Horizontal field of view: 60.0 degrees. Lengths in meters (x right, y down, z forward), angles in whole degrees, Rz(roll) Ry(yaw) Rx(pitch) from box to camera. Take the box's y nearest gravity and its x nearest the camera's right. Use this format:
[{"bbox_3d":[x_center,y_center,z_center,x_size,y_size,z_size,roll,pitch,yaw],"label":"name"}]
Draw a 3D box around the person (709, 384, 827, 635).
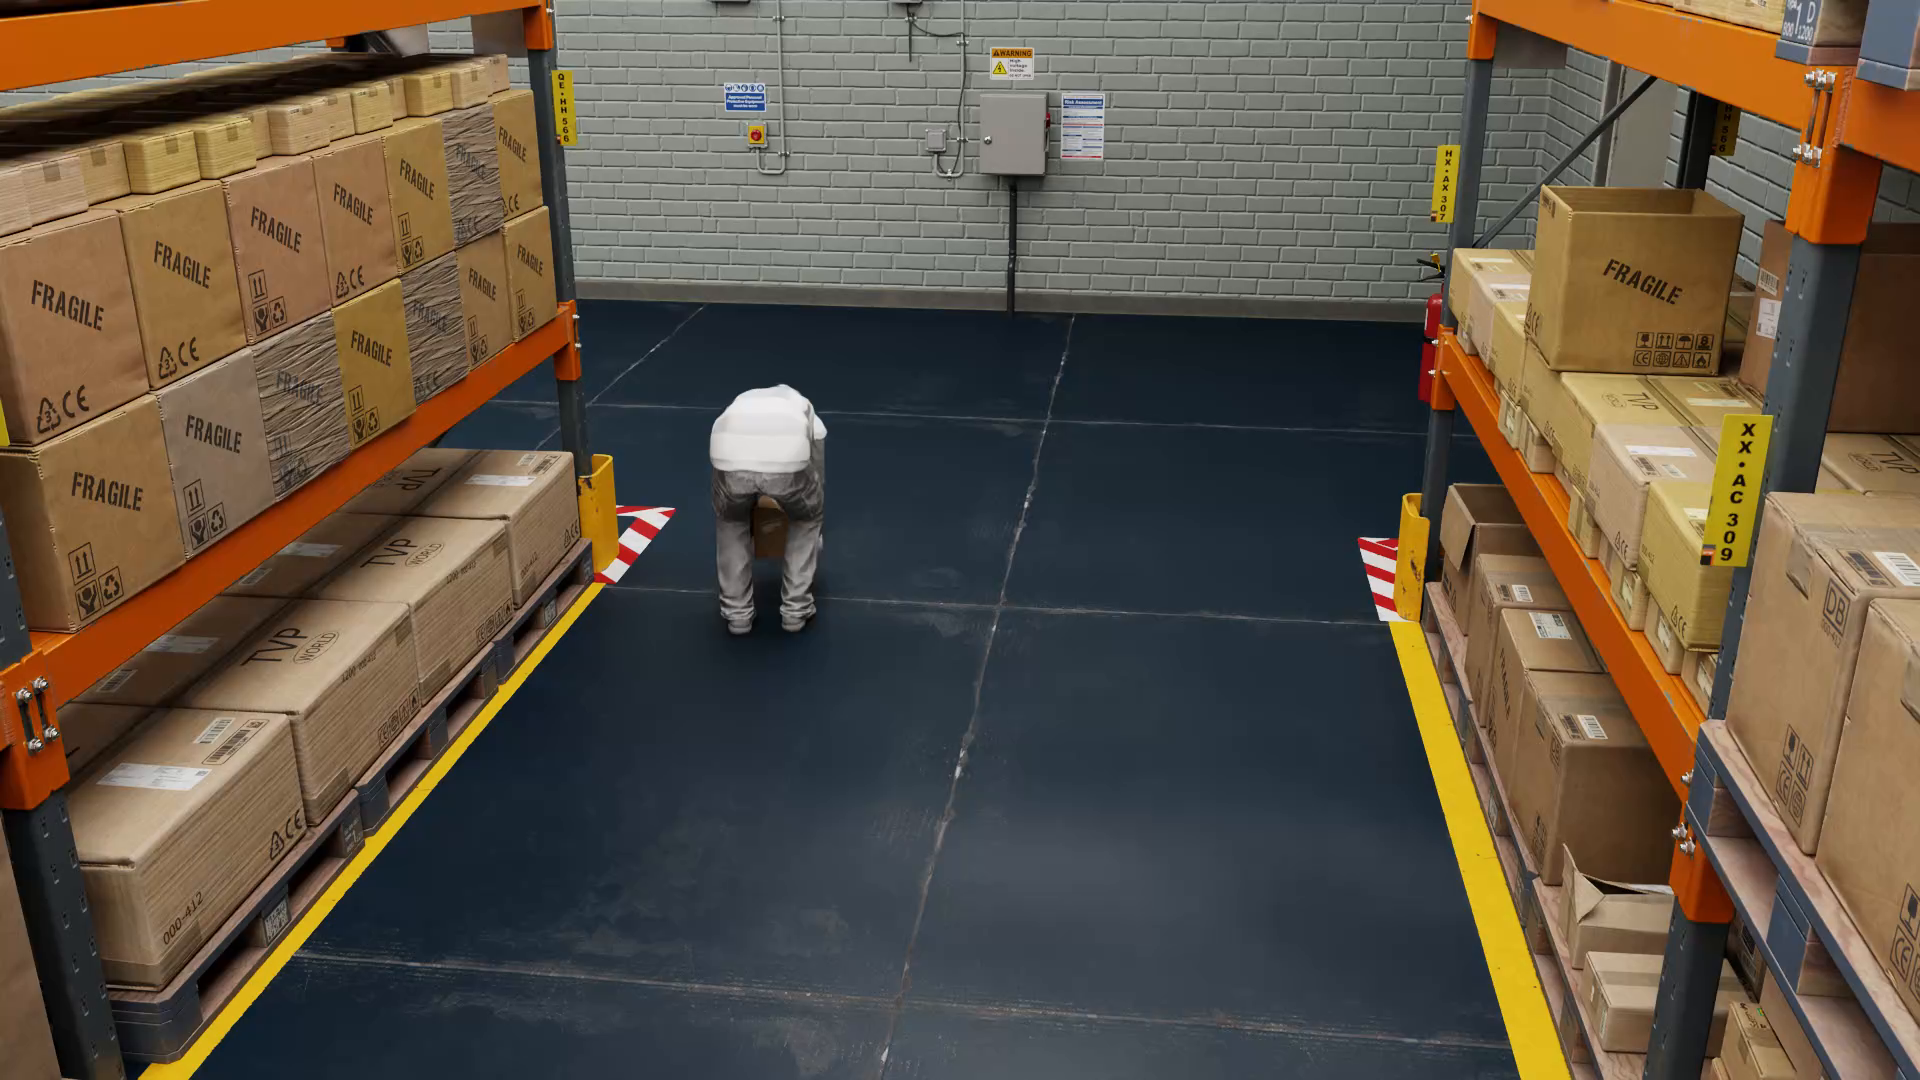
[{"bbox_3d":[-0.853,-0.189,7.548,0.504,1.062,0.991,1,21,2],"label":"person"}]
